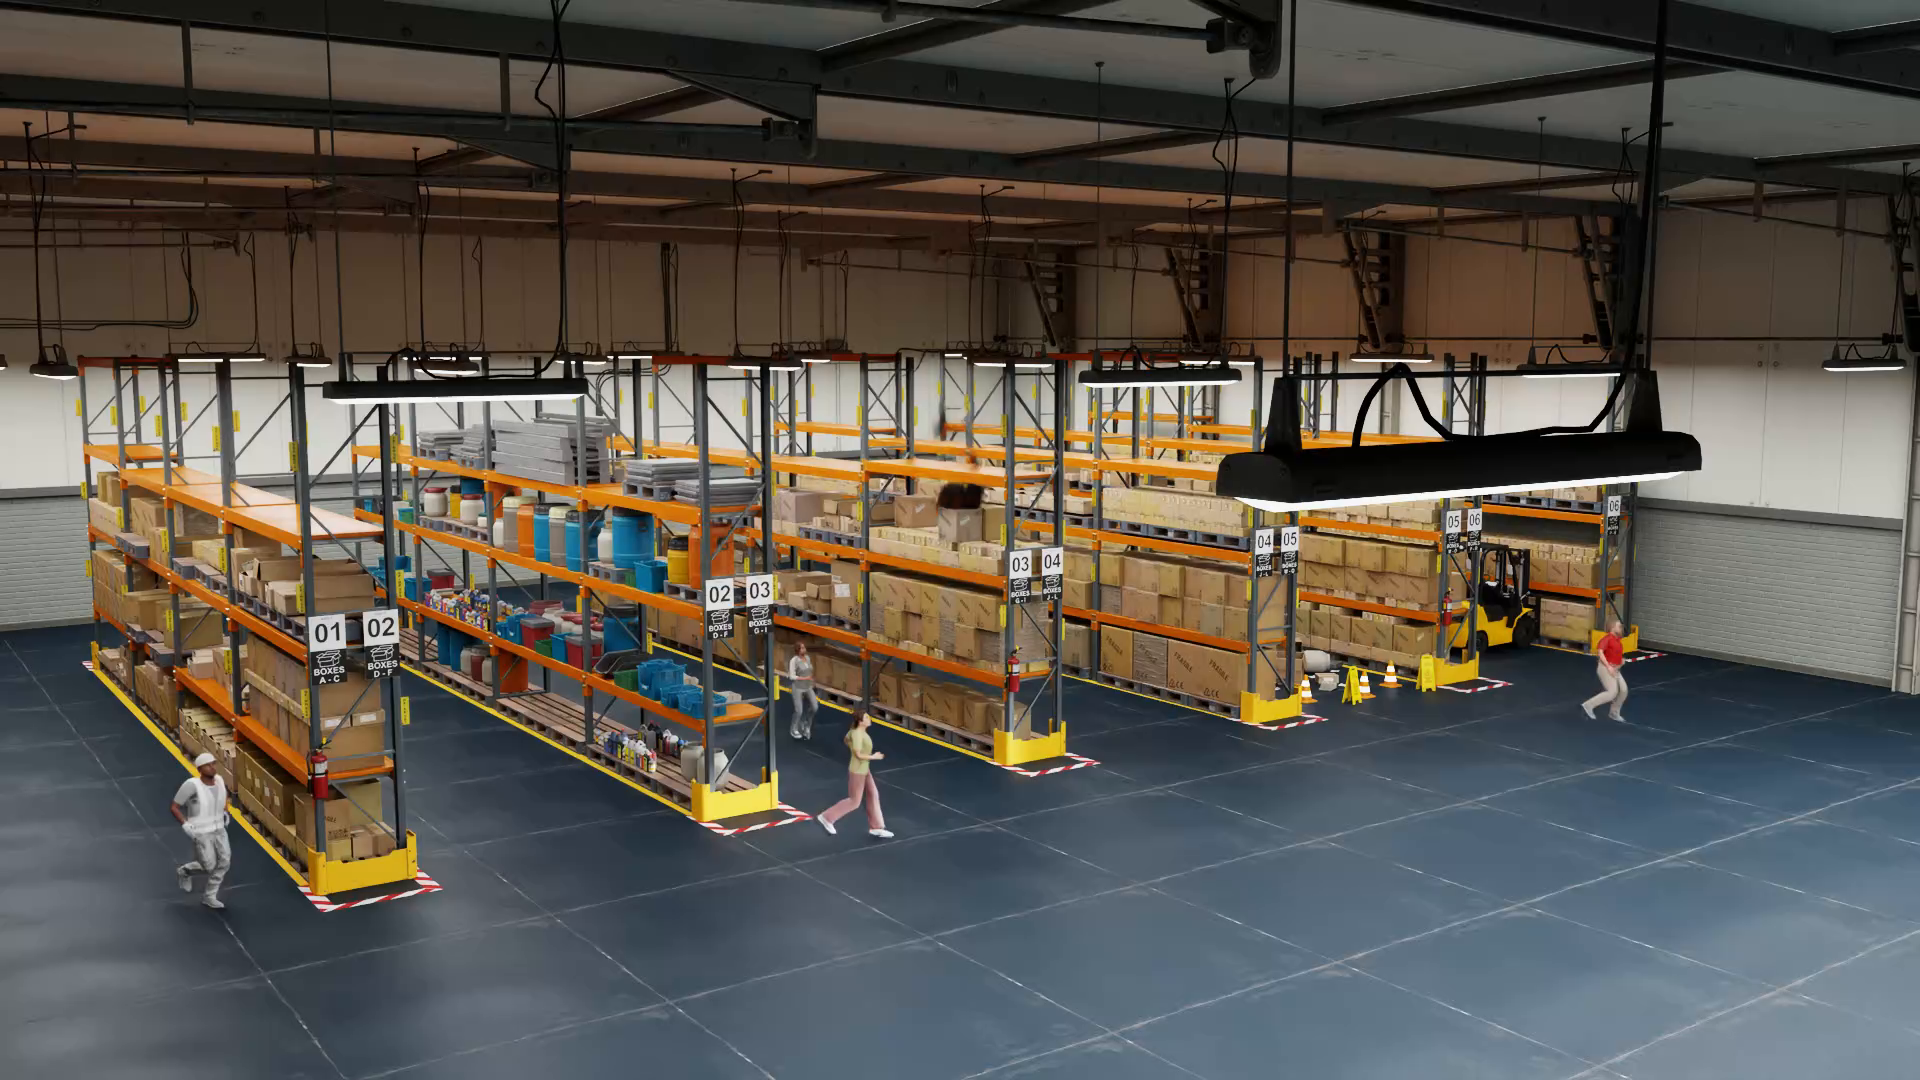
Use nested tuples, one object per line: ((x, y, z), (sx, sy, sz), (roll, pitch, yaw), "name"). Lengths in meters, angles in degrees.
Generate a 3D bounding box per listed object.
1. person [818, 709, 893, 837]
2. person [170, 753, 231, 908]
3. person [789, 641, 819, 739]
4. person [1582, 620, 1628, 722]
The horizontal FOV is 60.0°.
((-1.323, 2.961, 21.061), (0.953, 1.675, 0.586), (0, 7, -2), "person")
((-8.465, 3.233, 18.628), (0.599, 1.724, 0.700), (3, 7, 22), "person")
((-2.459, 2.368, 26.157), (0.511, 1.570, 0.636), (-5, 9, -38), "person")
((10.736, 2.192, 27.574), (0.649, 1.732, 0.864), (4, 8, 32), "person")
